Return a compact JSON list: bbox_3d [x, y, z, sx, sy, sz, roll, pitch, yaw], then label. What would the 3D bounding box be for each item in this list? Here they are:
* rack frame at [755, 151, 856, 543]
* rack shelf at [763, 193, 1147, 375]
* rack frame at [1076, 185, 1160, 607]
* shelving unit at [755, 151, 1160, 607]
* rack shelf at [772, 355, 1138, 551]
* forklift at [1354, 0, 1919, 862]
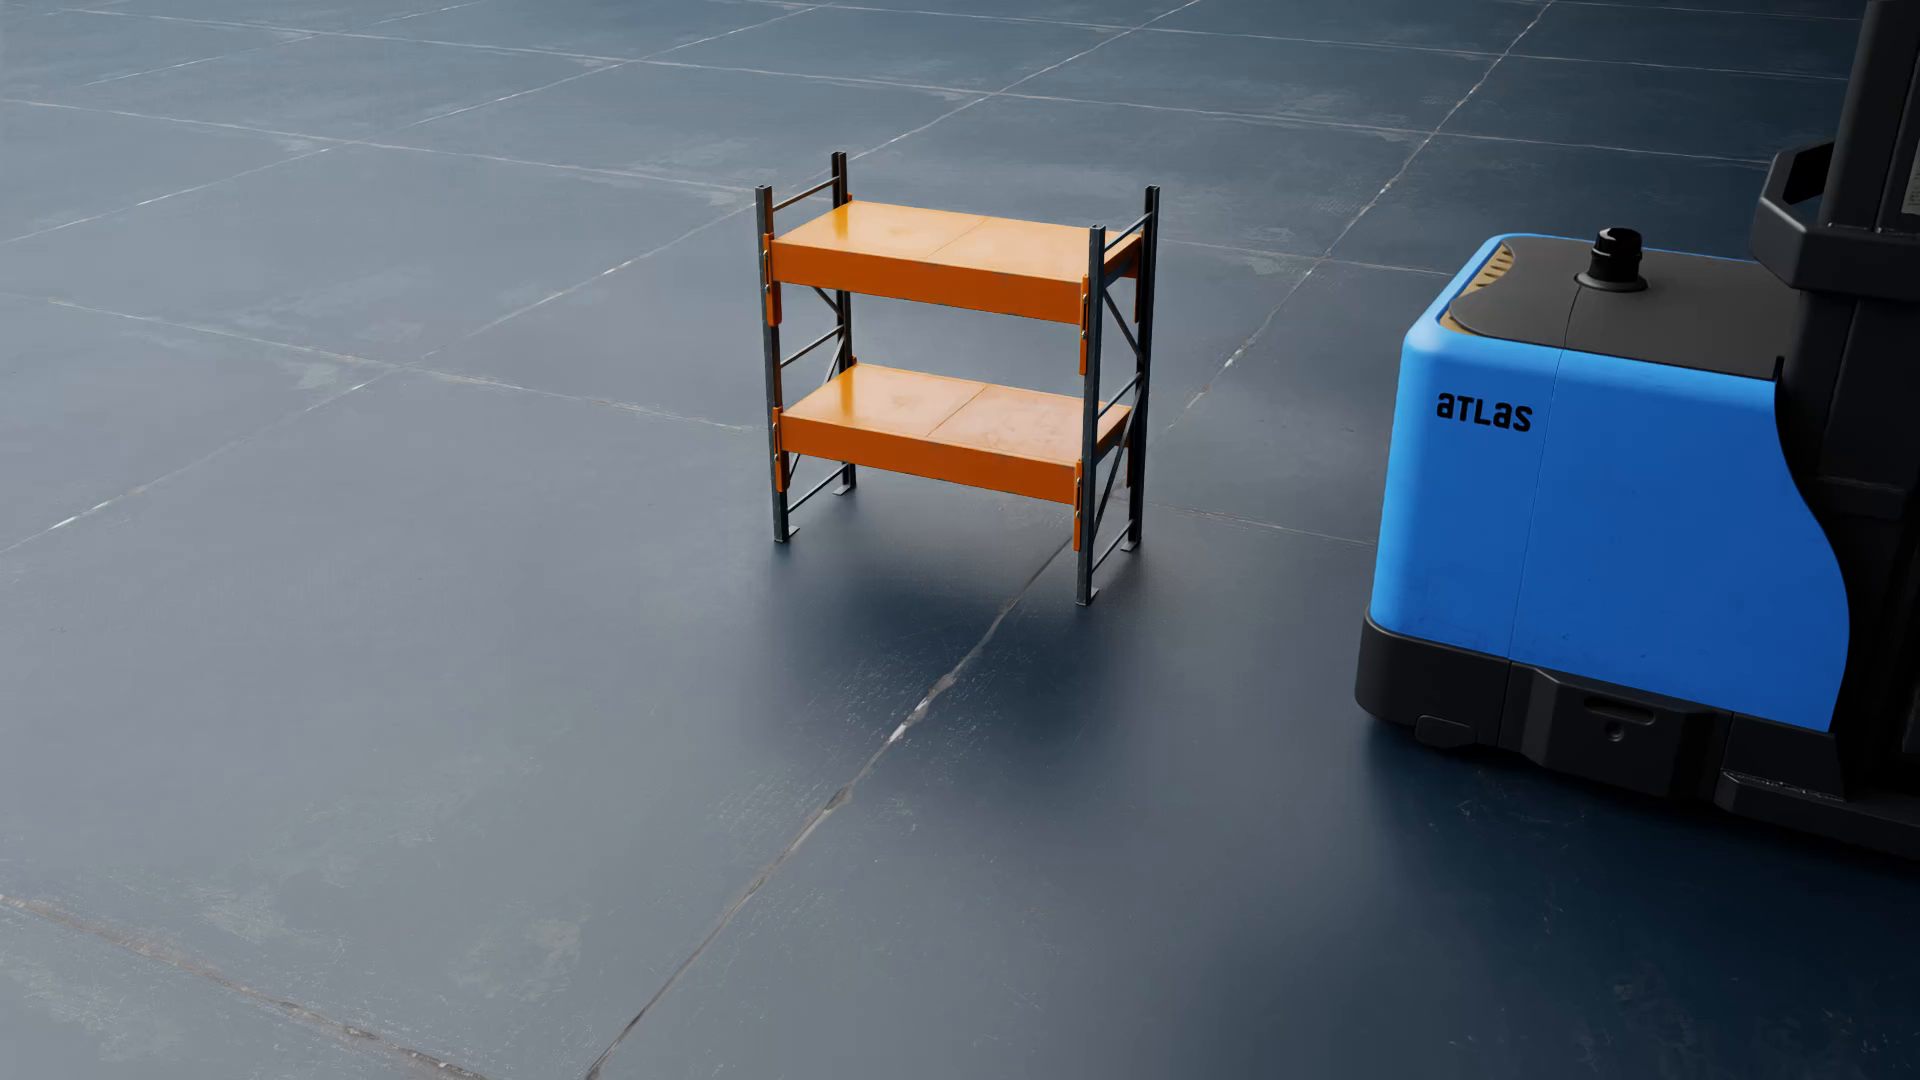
[{"bbox_3d":[-0.469,-0.599,5.193,0.032,1.125,0.500,11,28,22],"label":"rack frame"},{"bbox_3d":[-0.006,-0.768,4.875,1.000,0.278,0.538,11,28,22],"label":"rack shelf"},{"bbox_3d":[0.457,-0.413,4.815,0.032,1.125,0.500,11,28,22],"label":"rack frame"},{"bbox_3d":[-0.006,-0.506,5.004,1.048,1.125,0.538,11,28,22],"label":"shelving unit"},{"bbox_3d":[-0.006,-0.287,5.112,1.000,0.278,0.538,11,28,22],"label":"rack shelf"},{"bbox_3d":[2.559,-0.715,3.383,3.031,2.935,1.130,13,29,25],"label":"forklift"}]
